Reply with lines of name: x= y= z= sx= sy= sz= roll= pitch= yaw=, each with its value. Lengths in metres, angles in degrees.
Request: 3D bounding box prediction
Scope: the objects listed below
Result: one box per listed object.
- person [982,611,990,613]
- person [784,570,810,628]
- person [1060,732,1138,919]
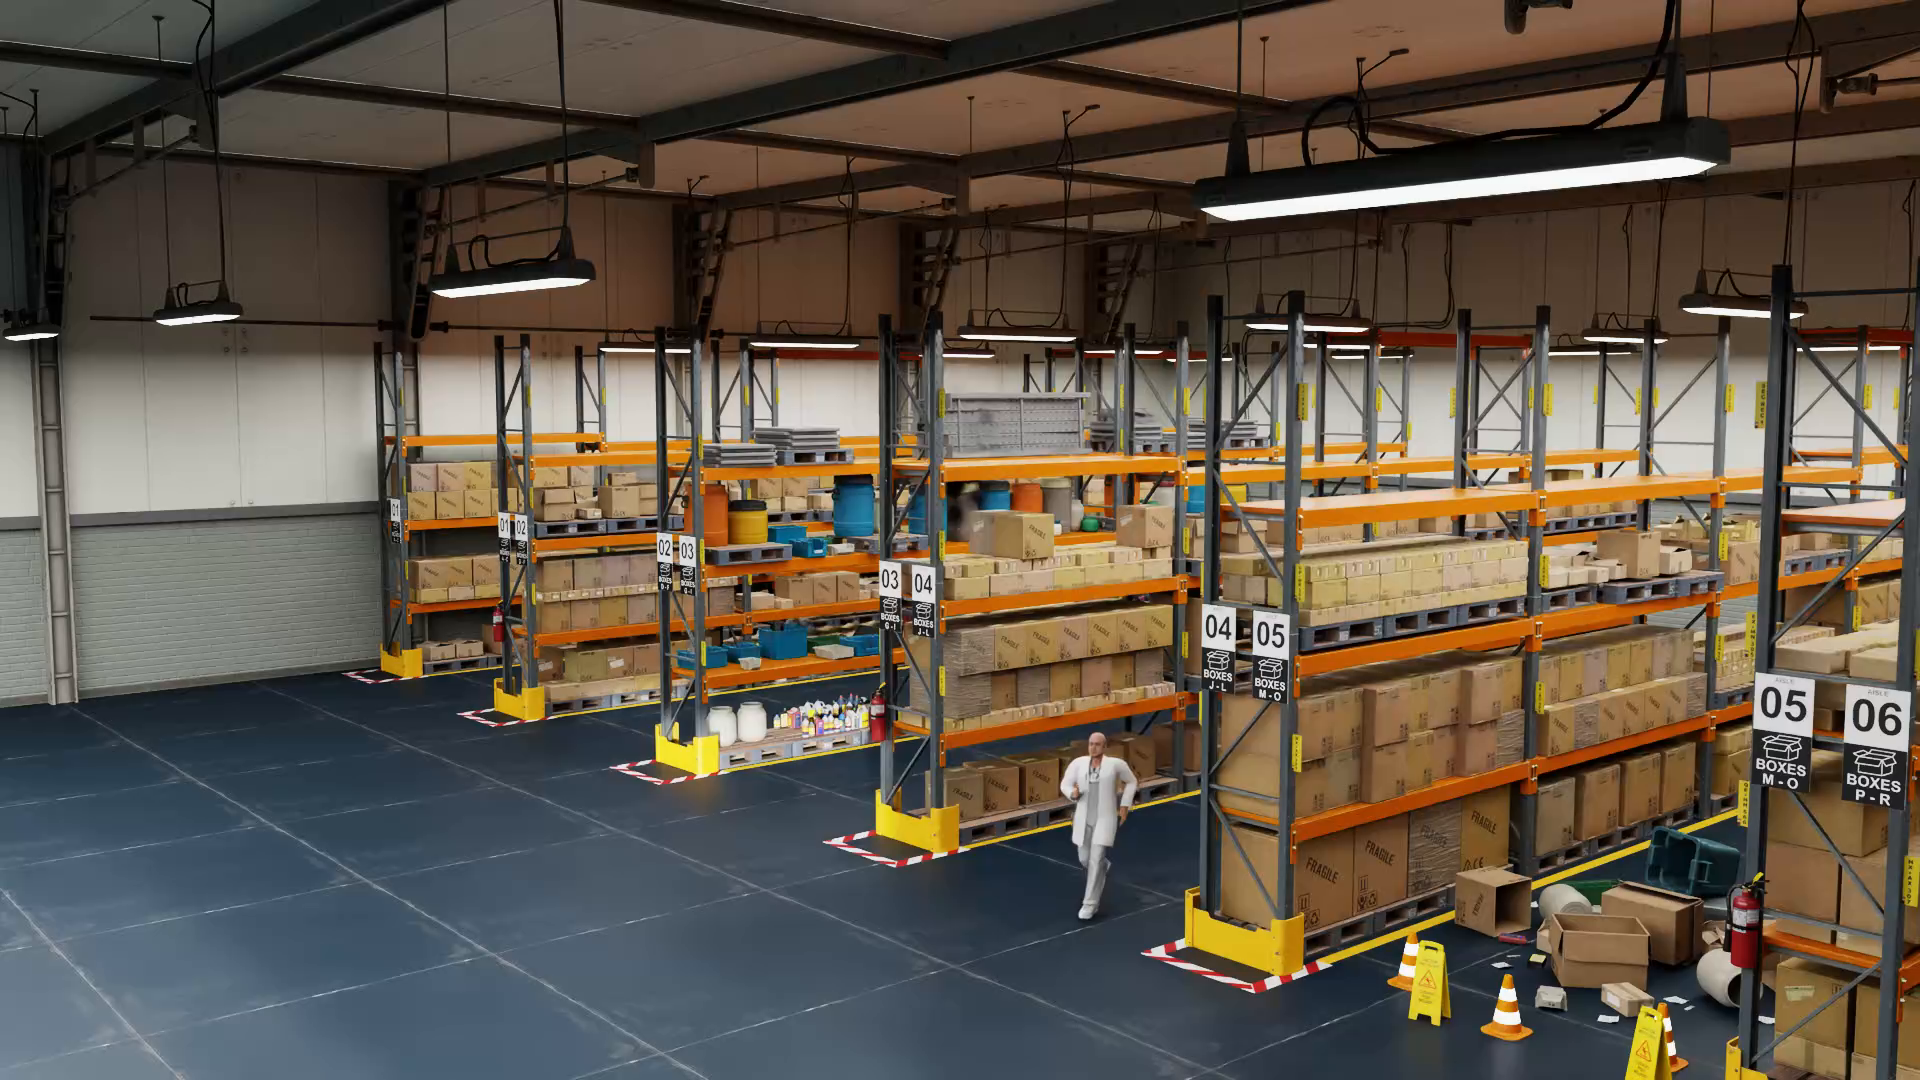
person: x=0.576 y=1.421 z=30.203 sx=0.589 sy=1.693 sz=0.598 roll=4 pitch=7 yaw=39
person: x=-3.183 y=1.292 z=32.856 sx=0.631 sy=1.806 sz=0.724 roll=3 pitch=6 yaw=32
person: x=1.354 y=2.767 z=16.455 sx=0.723 sy=1.759 sz=0.985 roll=2 pitch=6 yaw=23
